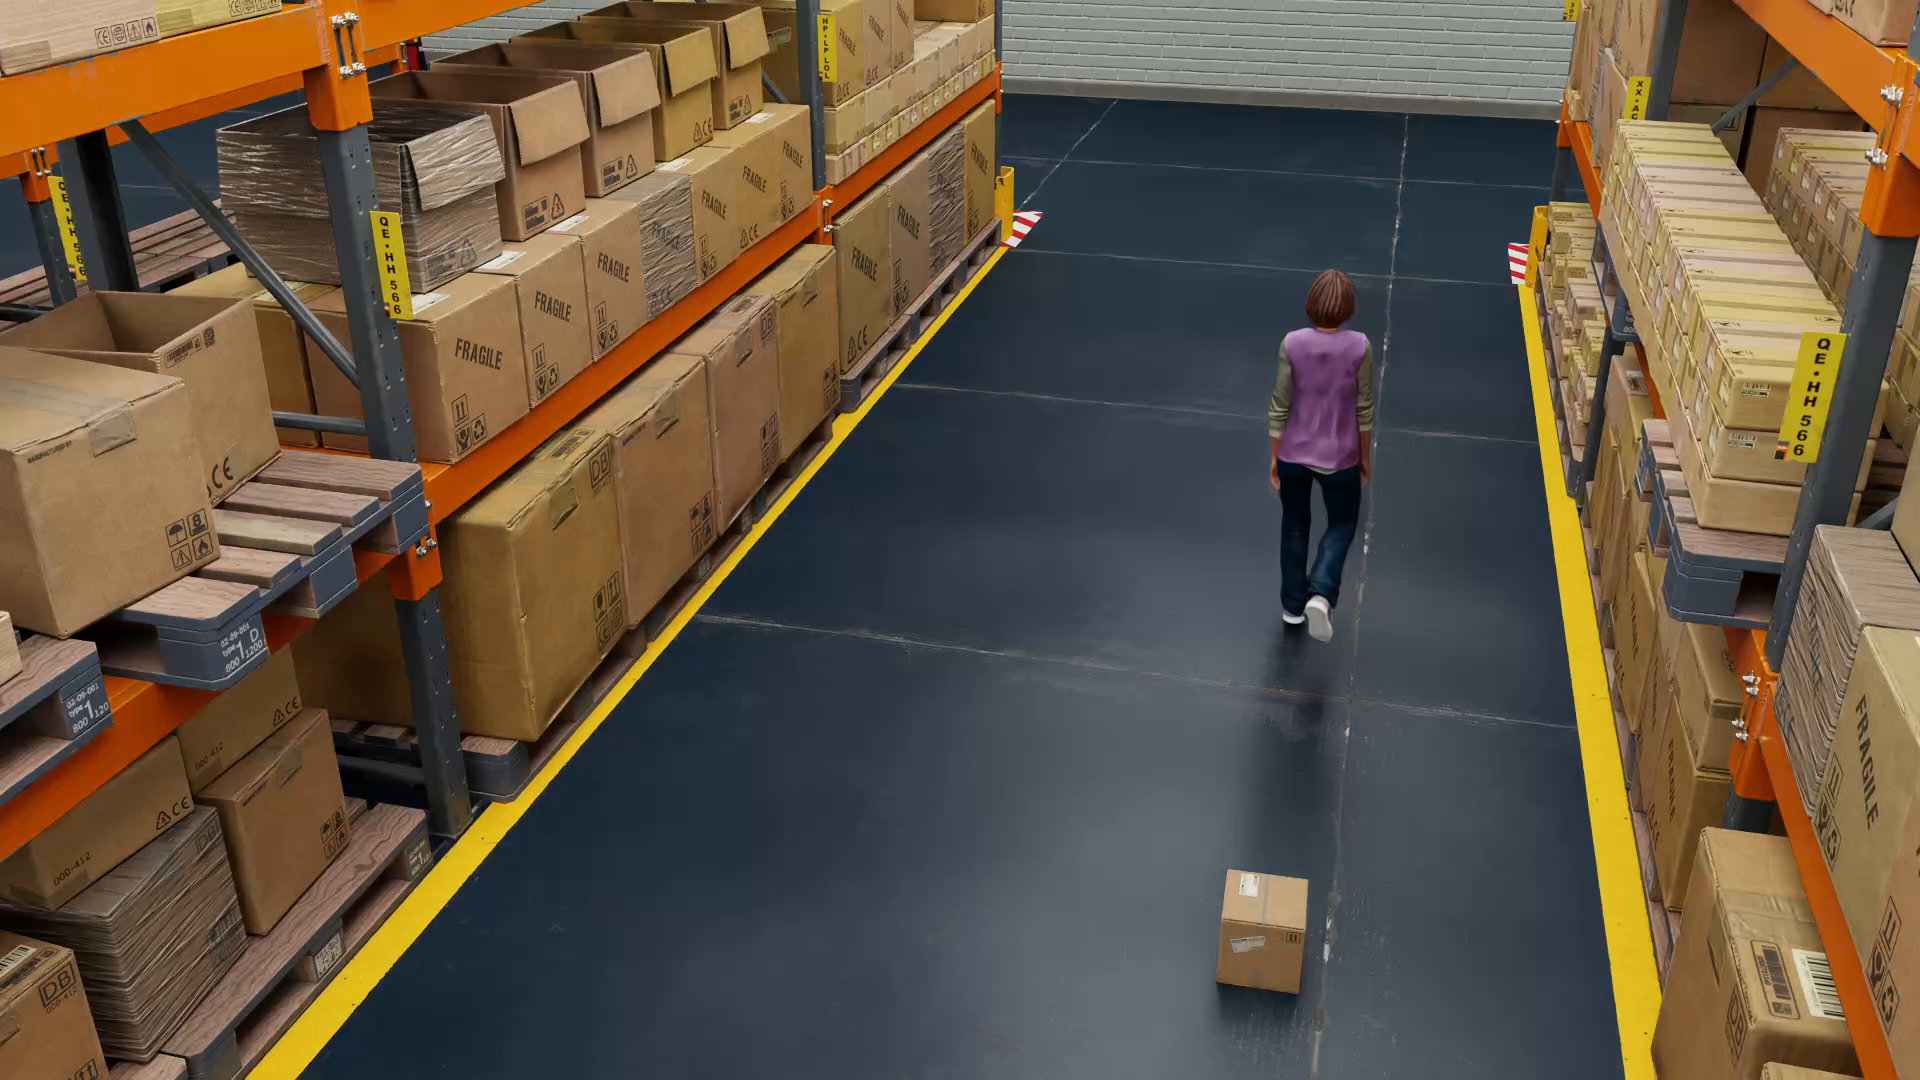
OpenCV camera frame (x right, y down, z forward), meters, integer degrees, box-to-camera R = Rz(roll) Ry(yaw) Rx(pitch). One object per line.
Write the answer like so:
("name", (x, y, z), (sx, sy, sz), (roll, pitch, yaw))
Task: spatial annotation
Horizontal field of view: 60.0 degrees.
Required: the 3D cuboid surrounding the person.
("person", (1.445, -0.318, 6.733), (0.420, 1.582, 0.626), (8, 27, 15))
